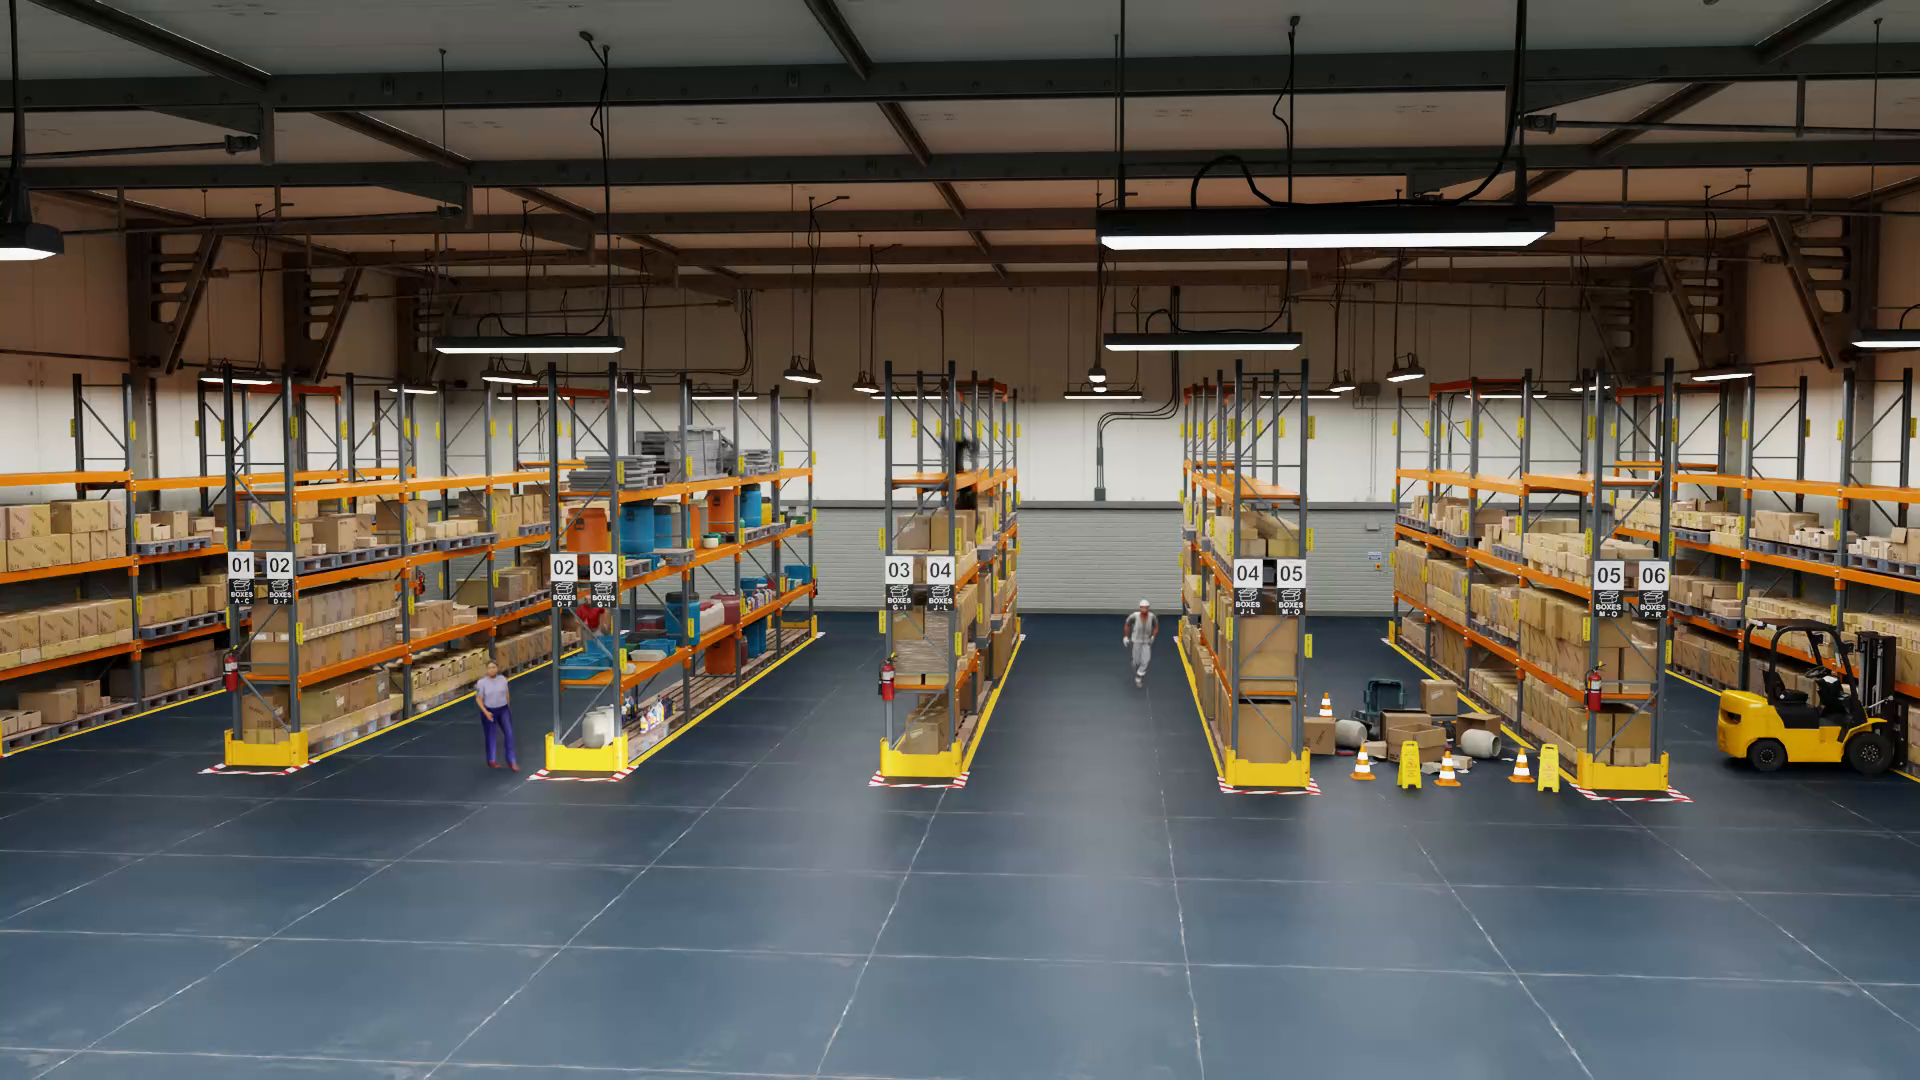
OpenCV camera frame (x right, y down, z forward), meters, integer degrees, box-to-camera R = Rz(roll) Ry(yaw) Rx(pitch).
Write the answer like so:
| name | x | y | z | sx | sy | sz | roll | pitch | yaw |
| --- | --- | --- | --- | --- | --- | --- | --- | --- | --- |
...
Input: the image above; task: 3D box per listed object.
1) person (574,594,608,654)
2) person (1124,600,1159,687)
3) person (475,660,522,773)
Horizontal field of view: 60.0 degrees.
| name | x | y | z | sx | sy | sz | roll | pitch | yaw |
| --- | --- | --- | --- | --- | --- | --- | --- | --- | --- |
| person | -7.677 | 1.913 | 34.591 | 0.680 | 1.633 | 0.919 | -1 | 4 | -11 |
| person | 3.547 | 2.011 | 32.524 | 0.657 | 1.715 | 0.702 | -1 | 4 | -9 |
| person | -6.820 | 2.586 | 24.414 | 0.596 | 1.685 | 0.616 | -2 | 4 | -32 |
